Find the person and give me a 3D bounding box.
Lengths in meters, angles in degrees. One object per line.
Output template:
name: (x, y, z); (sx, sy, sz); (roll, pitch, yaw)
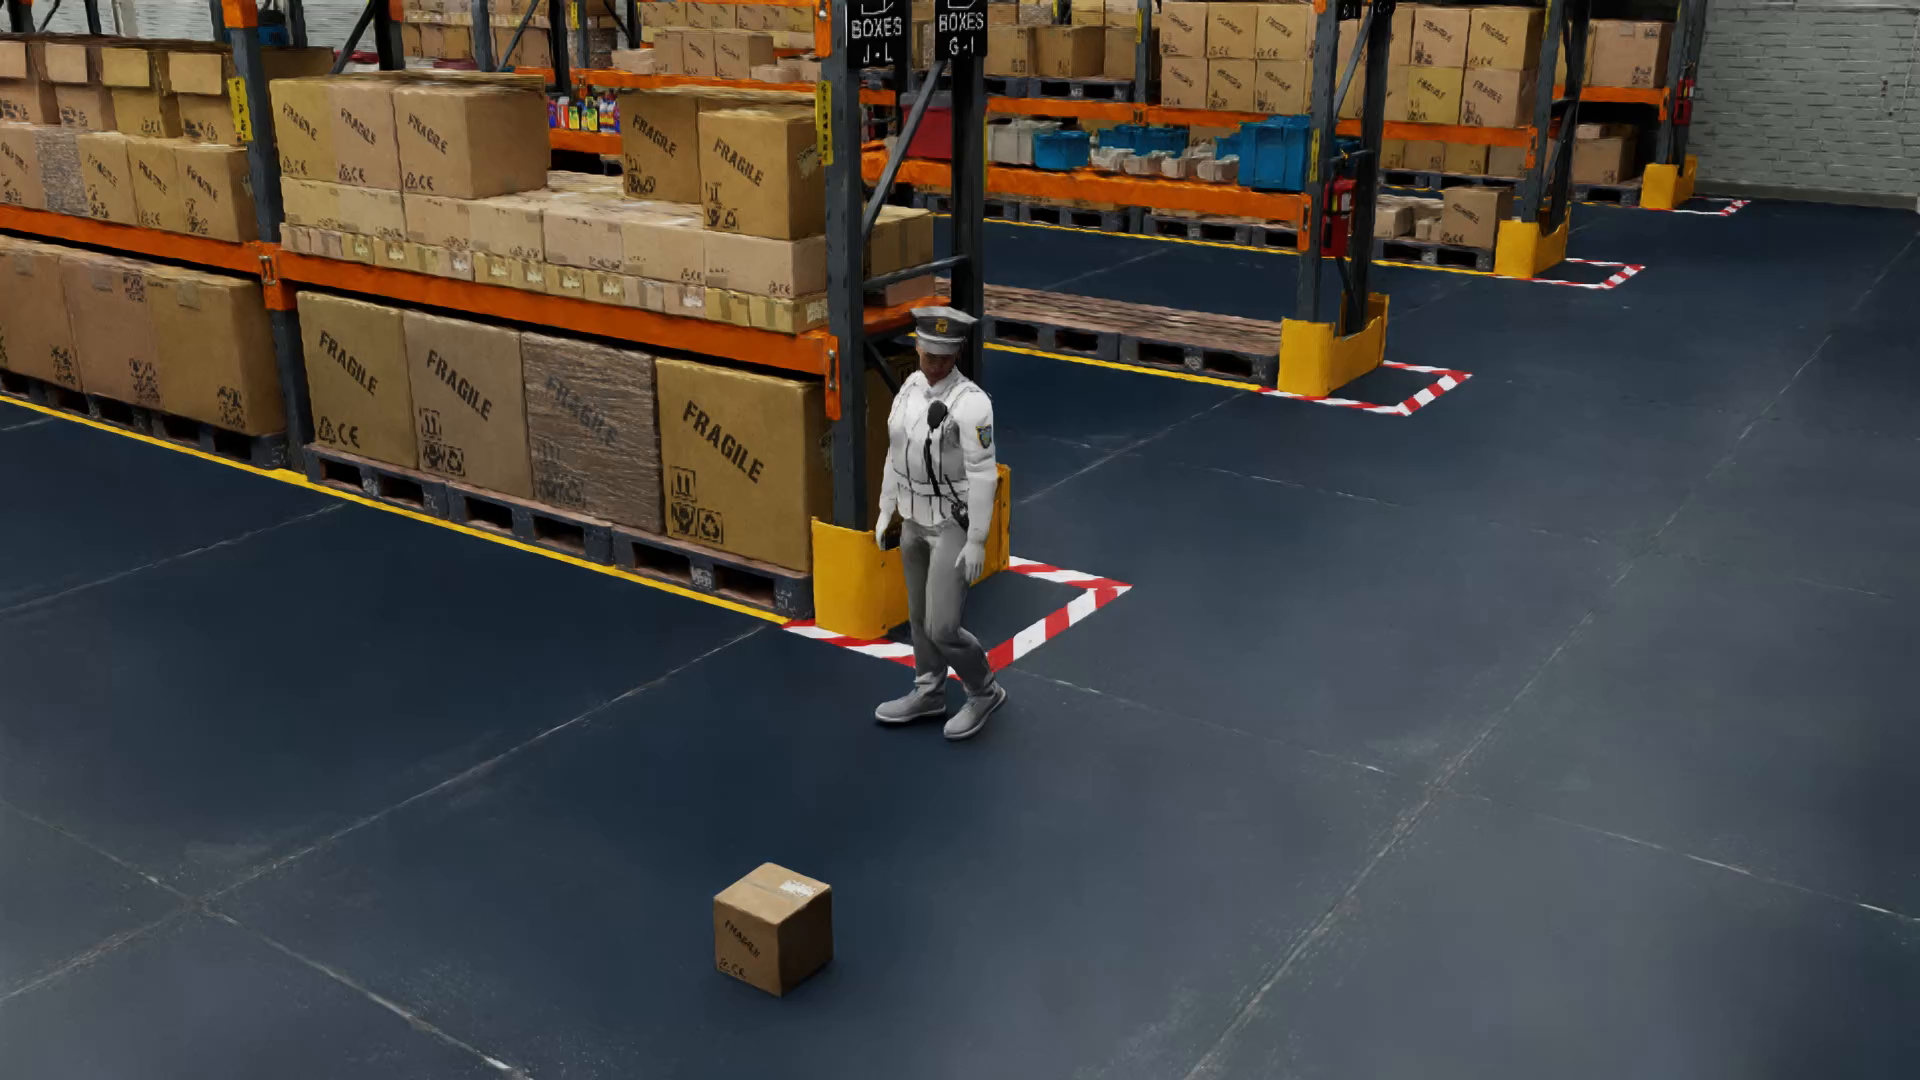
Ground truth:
person: (-0.063, -0.057, 6.177); (0.387, 1.663, 0.535); (-14, 24, -33)
